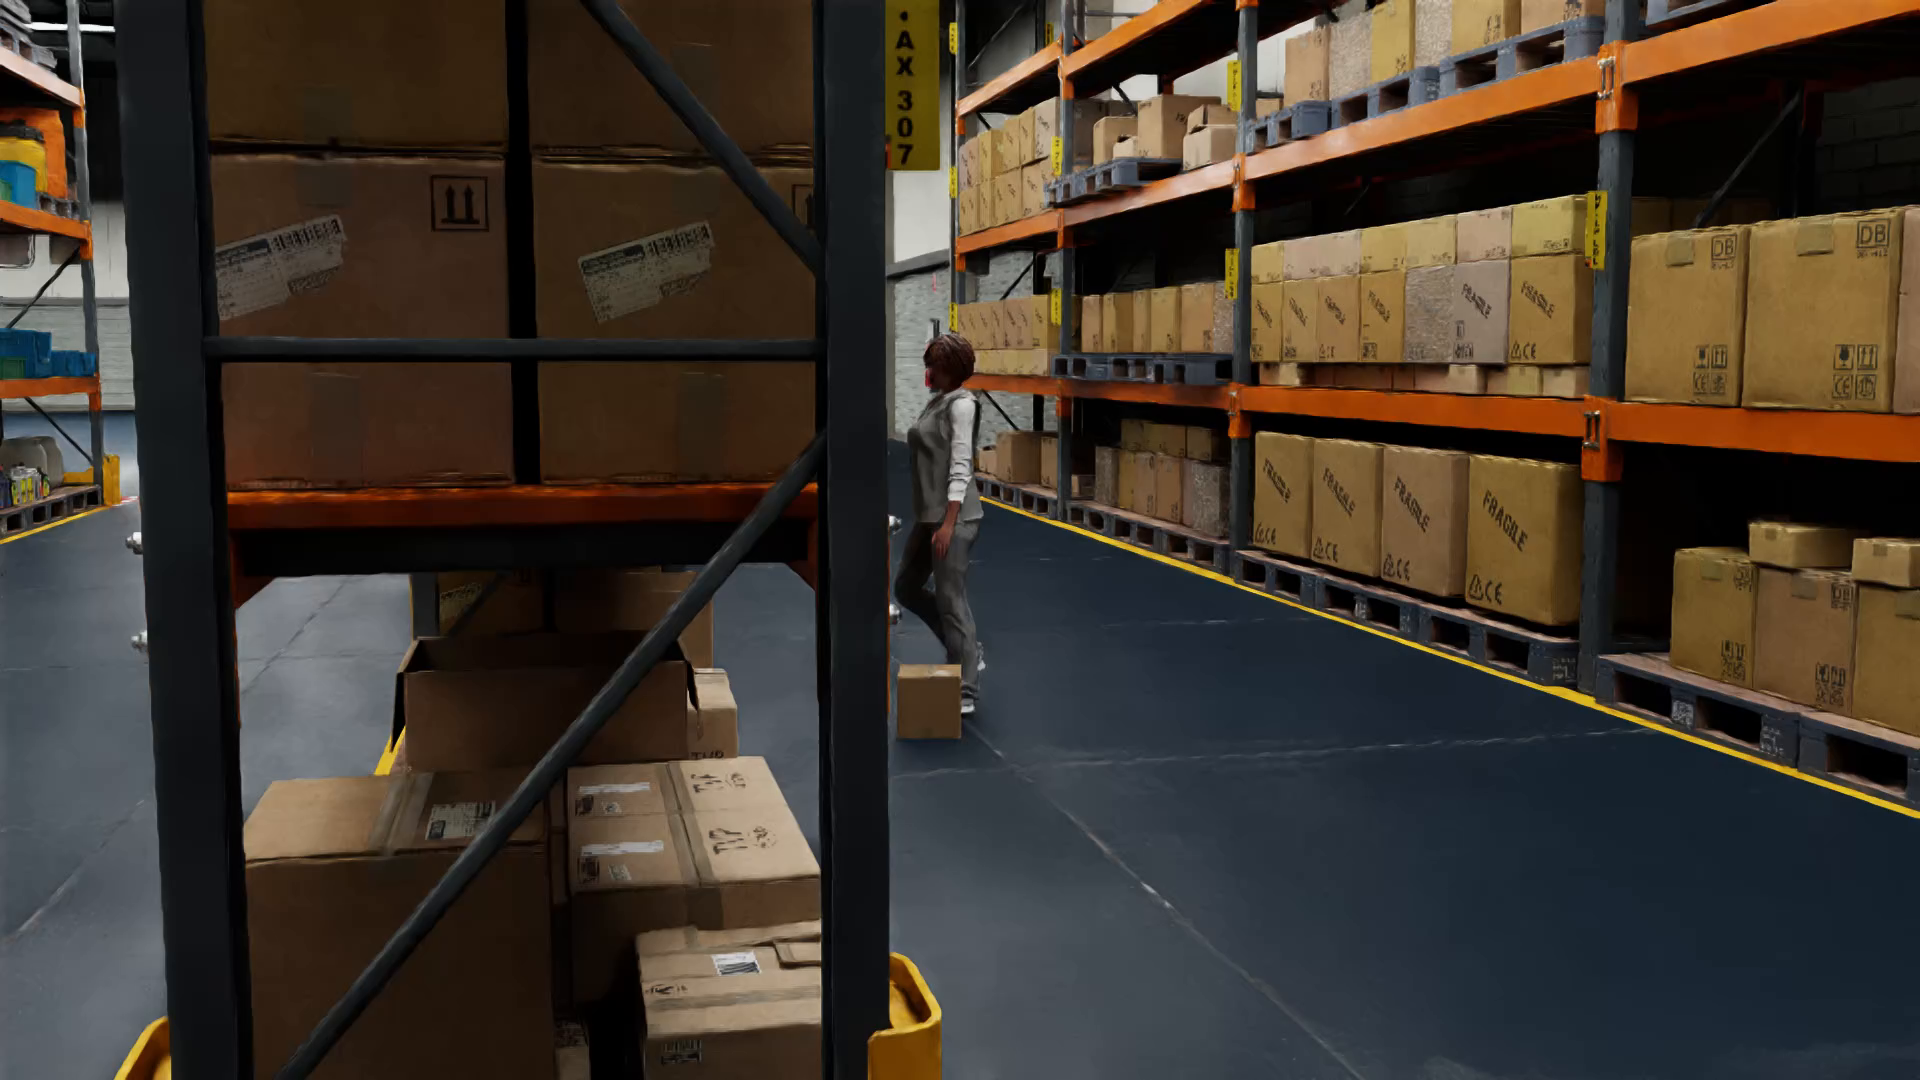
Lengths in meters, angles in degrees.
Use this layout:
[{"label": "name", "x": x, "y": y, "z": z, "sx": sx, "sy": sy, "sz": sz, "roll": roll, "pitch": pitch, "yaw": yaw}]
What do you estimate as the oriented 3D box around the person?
[{"label": "person", "x": -0.062, "y": -0.063, "z": 6.970, "sx": 0.401, "sy": 1.593, "sz": 0.511, "roll": -1, "pitch": 6, "yaw": -11}]
